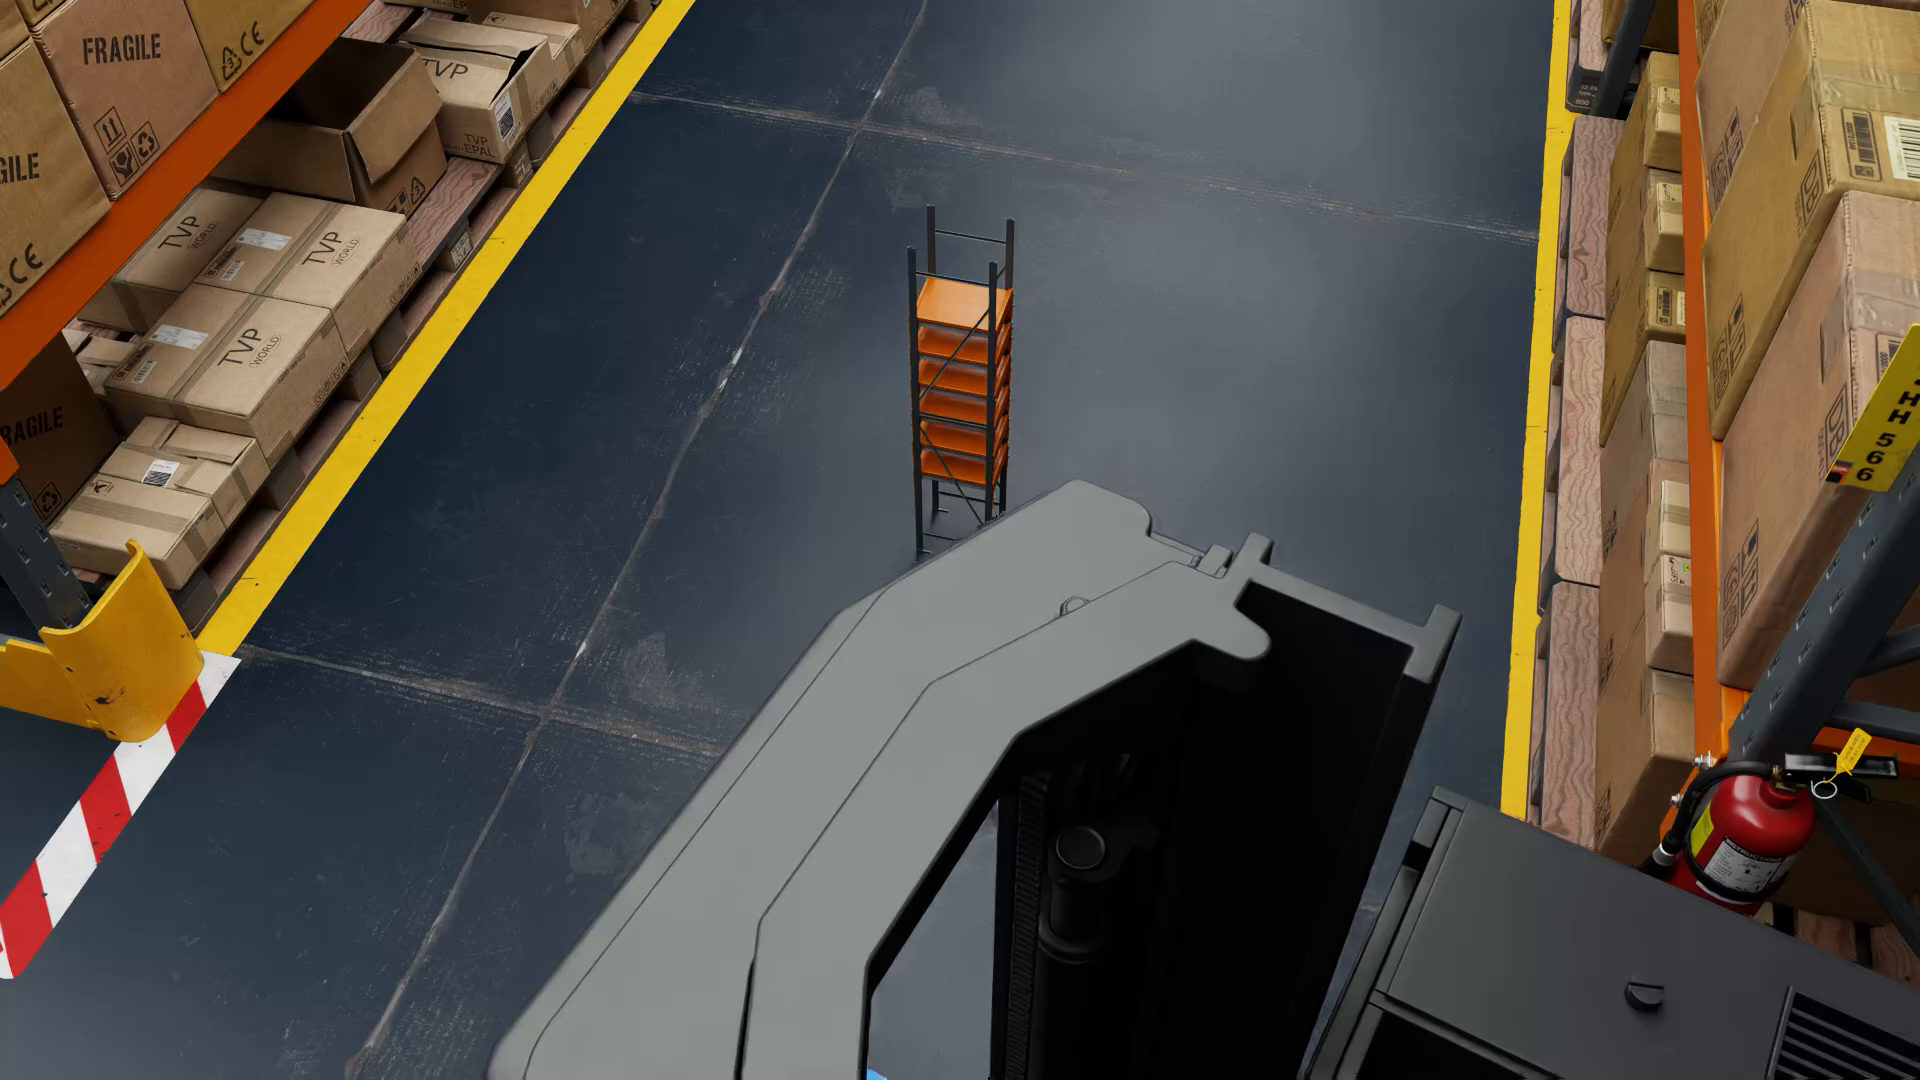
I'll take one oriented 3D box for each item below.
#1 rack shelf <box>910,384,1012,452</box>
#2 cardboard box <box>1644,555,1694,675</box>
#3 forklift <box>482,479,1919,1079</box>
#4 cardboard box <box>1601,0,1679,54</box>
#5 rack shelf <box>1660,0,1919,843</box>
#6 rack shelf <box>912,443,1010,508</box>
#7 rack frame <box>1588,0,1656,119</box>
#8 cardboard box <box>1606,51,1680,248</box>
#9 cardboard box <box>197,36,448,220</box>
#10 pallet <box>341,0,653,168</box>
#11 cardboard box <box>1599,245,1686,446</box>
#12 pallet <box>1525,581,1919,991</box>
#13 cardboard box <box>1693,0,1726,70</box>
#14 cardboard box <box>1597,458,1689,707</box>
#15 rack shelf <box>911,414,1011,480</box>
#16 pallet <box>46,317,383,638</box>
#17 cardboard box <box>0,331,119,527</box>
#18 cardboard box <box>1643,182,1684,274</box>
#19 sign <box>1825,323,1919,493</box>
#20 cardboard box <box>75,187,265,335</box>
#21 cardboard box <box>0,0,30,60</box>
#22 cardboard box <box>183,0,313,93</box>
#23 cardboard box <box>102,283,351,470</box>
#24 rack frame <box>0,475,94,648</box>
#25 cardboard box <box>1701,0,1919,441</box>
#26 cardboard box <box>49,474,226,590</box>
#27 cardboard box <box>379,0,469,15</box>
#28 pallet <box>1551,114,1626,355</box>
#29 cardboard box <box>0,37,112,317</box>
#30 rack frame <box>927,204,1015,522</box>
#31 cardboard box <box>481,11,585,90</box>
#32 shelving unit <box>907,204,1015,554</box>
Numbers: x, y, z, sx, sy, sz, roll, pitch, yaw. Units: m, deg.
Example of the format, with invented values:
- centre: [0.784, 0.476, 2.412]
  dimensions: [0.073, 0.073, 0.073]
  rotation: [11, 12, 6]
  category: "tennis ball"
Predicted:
- centre: [0.004, -0.378, 4.843]
  dimensions: [0.258, 0.103, 0.180]
  rotation: [12, 50, 10]
  category: "rack shelf"
- centre: [1.875, 0.206, 4.022]
  dimensions: [0.380, 0.149, 0.250]
  rotation: [11, 49, 10]
  category: "cardboard box"
- centre: [0.494, 1.394, 2.065]
  dimensions: [3.031, 2.935, 1.130]
  rotation: [23, 52, 19]
  category: "forklift"
- centre: [3.027, -2.430, 6.547]
  dimensions: [0.750, 0.750, 0.750]
  rotation: [12, 50, 10]
  category: "cardboard box"
- centre: [2.455, -0.821, 4.454]
  dimensions: [1.077, 0.370, 4.000]
  rotation: [12, 50, 10]
  category: "rack shelf"
- centre: [0.004, -0.219, 5.023]
  dimensions: [0.258, 0.103, 0.180]
  rotation: [12, 50, 10]
  category: "rack shelf"
- centre: [2.982, -2.506, 5.461]
  dimensions: [1.000, 3.000, 0.127]
  rotation: [12, 50, 10]
  category: "rack frame"
- centre: [2.686, -1.297, 5.781]
  dimensions: [0.700, 0.500, 0.500]
  rotation: [12, 50, 11]
  category: "cardboard box"
- centre: [-2.288, -1.441, 5.892]
  dimensions: [0.797, 0.503, 0.637]
  rotation: [12, 50, 10]
  category: "cardboard box"
- centre: [-1.980, -2.062, 6.929]
  dimensions: [1.003, 0.211, 1.213]
  rotation: [12, 50, 10]
  category: "pallet"
- centre: [2.413, -0.564, 5.134]
  dimensions: [0.700, 0.500, 0.500]
  rotation: [13, 50, 11]
  category: "cardboard box"
- centre: [2.064, 0.716, 4.477]
  dimensions: [1.003, 0.211, 1.213]
  rotation: [12, 50, 10]
  category: "pallet"
- centre: [2.626, -1.689, 4.540]
  dimensions: [0.980, 0.700, 0.700]
  rotation: [10, 49, 9]
  category: "cardboard box"
- centre: [2.148, 0.187, 4.471]
  dimensions: [0.700, 0.500, 0.500]
  rotation: [11, 50, 10]
  category: "cardboard box"
- centre: [0.004, -0.299, 4.933]
  dimensions: [0.258, 0.103, 0.180]
  rotation: [12, 50, 10]
  category: "rack shelf"
- centre: [-2.622, -0.297, 5.371]
  dimensions: [1.003, 0.211, 1.213]
  rotation: [12, 50, 10]
  category: "pallet"
- centre: [-2.946, -0.348, 4.930]
  dimensions: [0.500, 0.500, 0.500]
  rotation: [12, 50, 10]
  category: "cardboard box"
- centre: [2.283, -0.923, 5.018]
  dimensions: [0.380, 0.149, 0.250]
  rotation: [10, 49, 9]
  category: "cardboard box"
- centre: [1.409, -0.191, 2.488]
  dimensions: [0.100, 0.325, 0.005]
  rotation: [12, 50, 10]
  category: "sign"
- centre: [-2.667, -0.947, 5.625]
  dimensions: [0.500, 0.250, 0.500]
  rotation: [12, 50, 10]
  category: "cardboard box"
- centre: [-2.480, -1.221, 3.593]
  dimensions: [0.500, 0.500, 0.500]
  rotation: [13, 50, 11]
  category: "cardboard box"
- centre: [-2.214, -1.626, 4.618]
  dimensions: [0.500, 0.500, 0.500]
  rotation: [11, 50, 10]
  category: "cardboard box"
- centre: [-2.303, -0.522, 5.251]
  dimensions: [0.500, 0.250, 0.500]
  rotation: [12, 50, 10]
  category: "cardboard box"
- centre: [-2.851, -0.588, 3.768]
  dimensions: [1.000, 3.000, 0.127]
  rotation: [12, 50, 10]
  category: "rack frame"
- centre: [2.234, -0.611, 3.589]
  dimensions: [0.980, 0.700, 0.700]
  rotation: [11, 50, 10]
  category: "cardboard box"
- centre: [-2.409, -0.025, 4.879]
  dimensions: [0.380, 0.149, 0.250]
  rotation: [12, 50, 10]
  category: "cardboard box"
- centre: [-2.117, -2.476, 6.934]
  dimensions: [0.500, 0.311, 0.500]
  rotation: [12, 50, 10]
  category: "cardboard box"
- centre: [2.706, -1.049, 6.035]
  dimensions: [1.003, 0.211, 1.213]
  rotation: [12, 50, 10]
  category: "pallet"
- centre: [-2.480, -0.890, 3.968]
  dimensions: [0.500, 0.500, 0.500]
  rotation: [13, 50, 11]
  category: "cardboard box"
- centre: [0.028, -0.474, 4.868]
  dimensions: [0.240, 1.200, 0.006]
  rotation: [12, 50, 10]
  category: "rack frame"
- centre: [-1.715, -1.932, 6.562]
  dimensions: [0.380, 0.149, 0.250]
  rotation: [12, 50, 10]
  category: "cardboard box"
- centre: [0.004, -0.408, 4.809]
  dimensions: [0.258, 1.200, 0.189]
  rotation: [12, 50, 10]
  category: "shelving unit"
